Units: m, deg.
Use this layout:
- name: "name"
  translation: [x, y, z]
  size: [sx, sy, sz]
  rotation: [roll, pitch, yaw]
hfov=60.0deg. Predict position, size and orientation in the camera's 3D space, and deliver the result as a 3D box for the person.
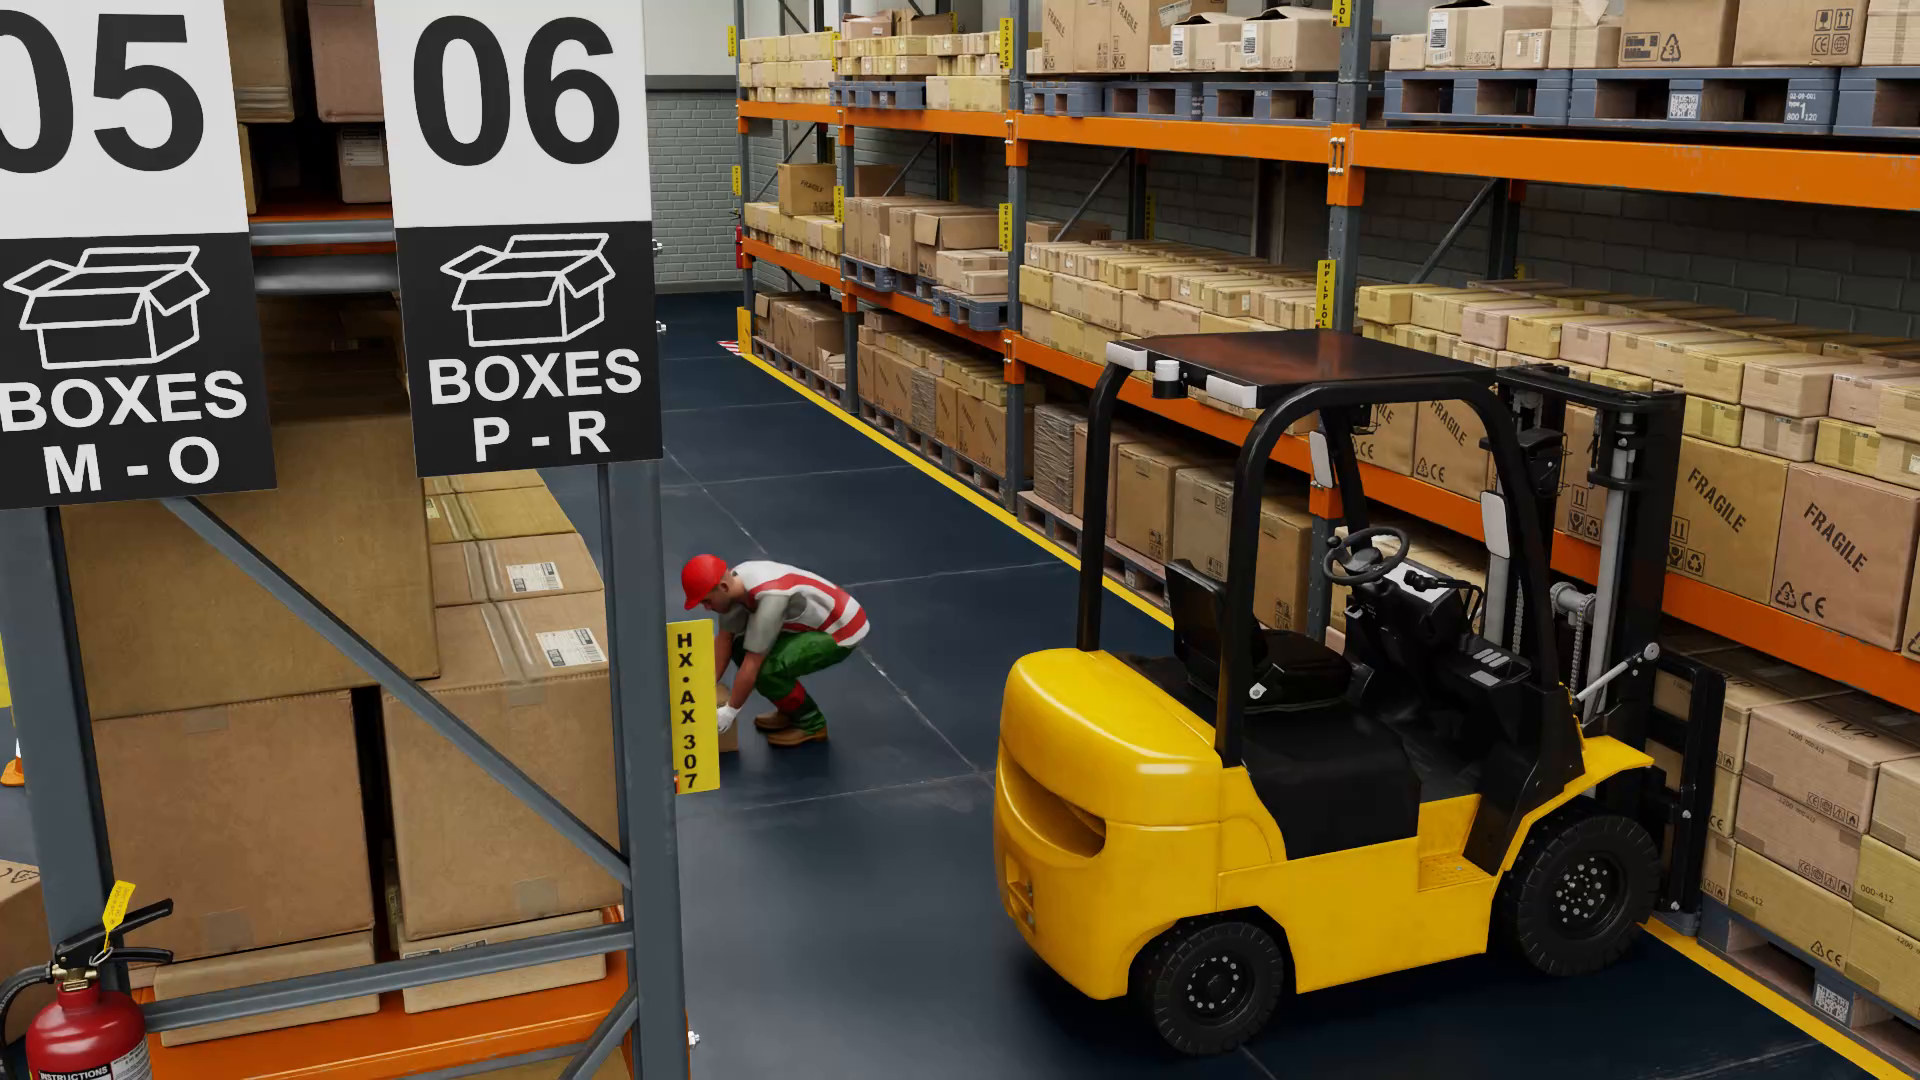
- name: "person"
  translation: [-0.858, 0.485, 7.799]
  size: [0.882, 0.954, 0.565]
  rotation: [-6, 16, -20]
